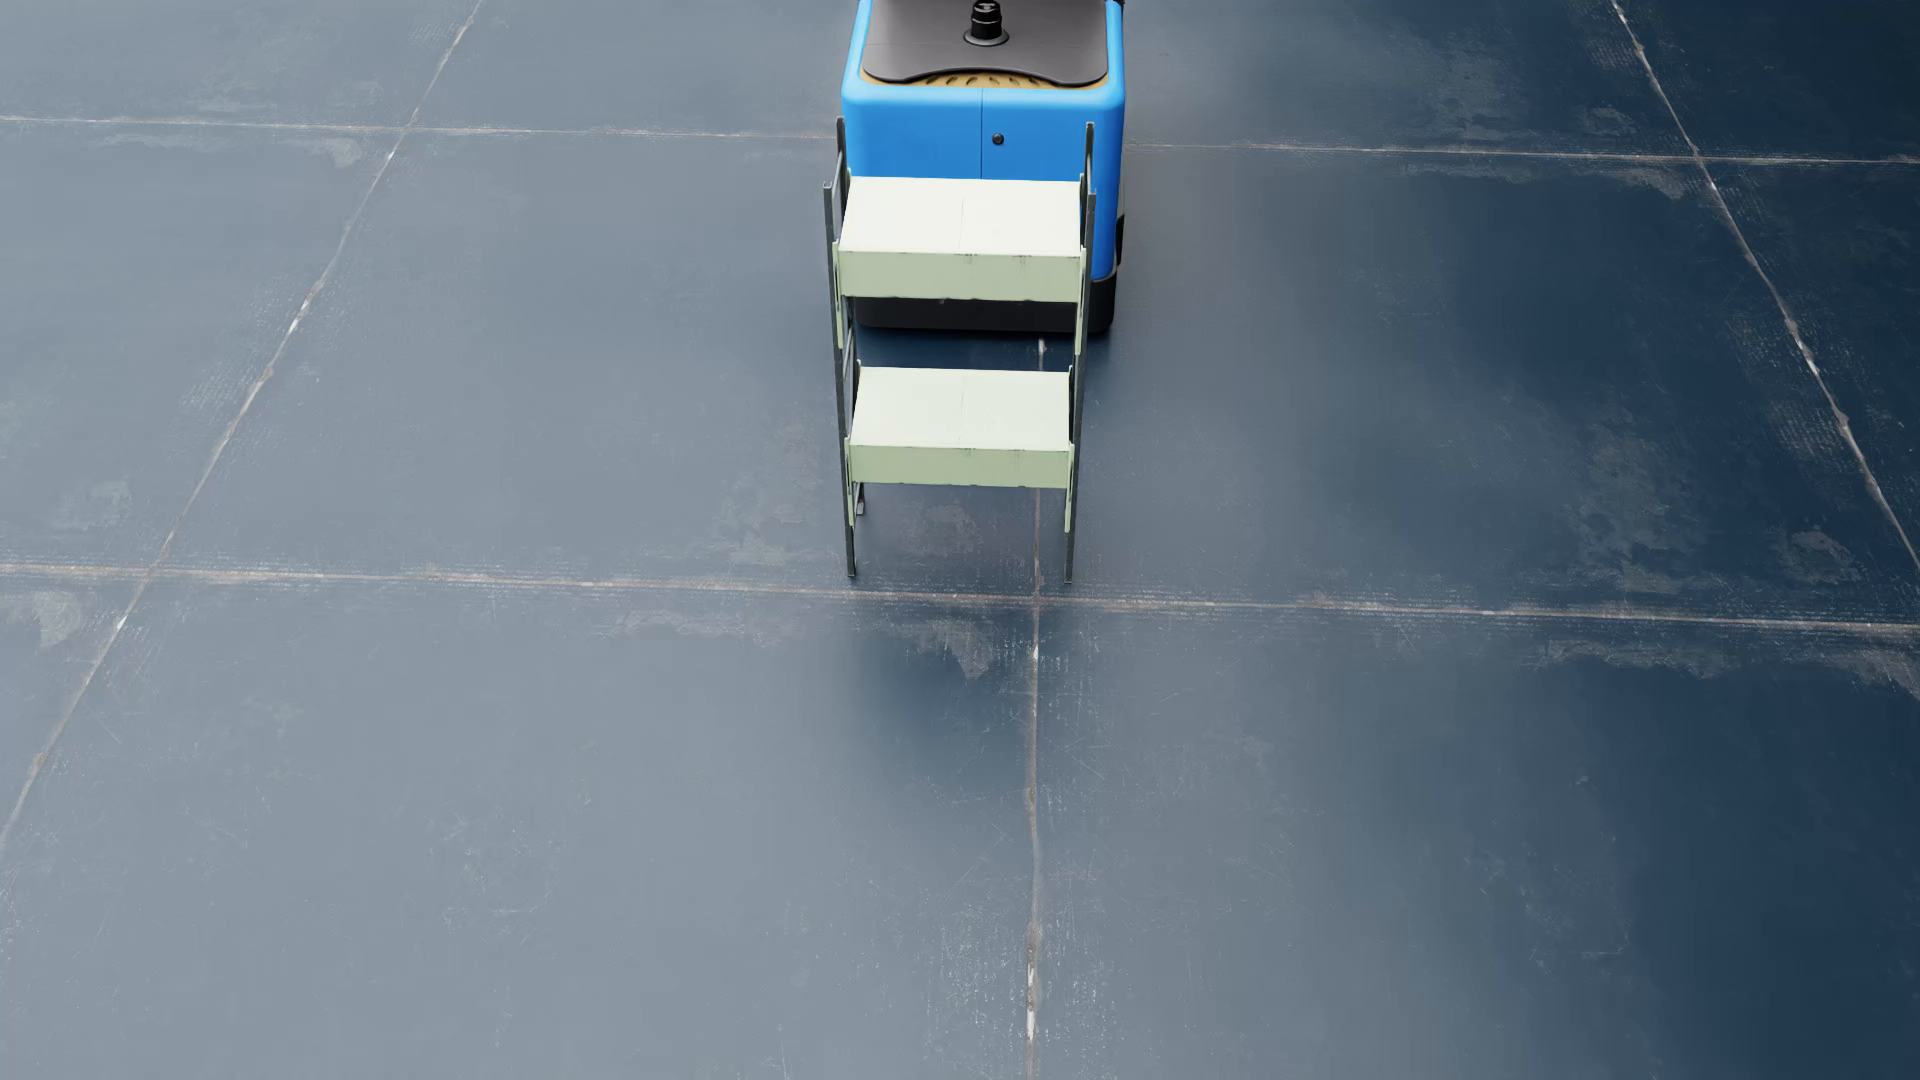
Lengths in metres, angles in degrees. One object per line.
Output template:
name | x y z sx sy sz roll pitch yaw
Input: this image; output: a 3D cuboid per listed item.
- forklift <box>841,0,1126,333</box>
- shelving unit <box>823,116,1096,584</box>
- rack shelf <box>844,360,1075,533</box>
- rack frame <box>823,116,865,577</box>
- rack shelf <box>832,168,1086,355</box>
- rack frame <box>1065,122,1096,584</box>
forklift | 0.150 -2.874 6.685 1.130 2.935 3.031 2 43 2
shelving unit | 0.007 -0.549 5.239 0.755 1.500 0.431 2 43 2
rack shelf | 0.007 -0.310 5.461 0.720 0.370 0.431 2 43 2
rack frame | -0.359 -0.560 5.251 0.023 1.500 0.400 2 43 2
rack shelf | 0.007 -0.834 4.973 0.720 0.370 0.431 2 43 2
rack frame | 0.372 -0.537 5.227 0.023 1.500 0.400 2 43 2
